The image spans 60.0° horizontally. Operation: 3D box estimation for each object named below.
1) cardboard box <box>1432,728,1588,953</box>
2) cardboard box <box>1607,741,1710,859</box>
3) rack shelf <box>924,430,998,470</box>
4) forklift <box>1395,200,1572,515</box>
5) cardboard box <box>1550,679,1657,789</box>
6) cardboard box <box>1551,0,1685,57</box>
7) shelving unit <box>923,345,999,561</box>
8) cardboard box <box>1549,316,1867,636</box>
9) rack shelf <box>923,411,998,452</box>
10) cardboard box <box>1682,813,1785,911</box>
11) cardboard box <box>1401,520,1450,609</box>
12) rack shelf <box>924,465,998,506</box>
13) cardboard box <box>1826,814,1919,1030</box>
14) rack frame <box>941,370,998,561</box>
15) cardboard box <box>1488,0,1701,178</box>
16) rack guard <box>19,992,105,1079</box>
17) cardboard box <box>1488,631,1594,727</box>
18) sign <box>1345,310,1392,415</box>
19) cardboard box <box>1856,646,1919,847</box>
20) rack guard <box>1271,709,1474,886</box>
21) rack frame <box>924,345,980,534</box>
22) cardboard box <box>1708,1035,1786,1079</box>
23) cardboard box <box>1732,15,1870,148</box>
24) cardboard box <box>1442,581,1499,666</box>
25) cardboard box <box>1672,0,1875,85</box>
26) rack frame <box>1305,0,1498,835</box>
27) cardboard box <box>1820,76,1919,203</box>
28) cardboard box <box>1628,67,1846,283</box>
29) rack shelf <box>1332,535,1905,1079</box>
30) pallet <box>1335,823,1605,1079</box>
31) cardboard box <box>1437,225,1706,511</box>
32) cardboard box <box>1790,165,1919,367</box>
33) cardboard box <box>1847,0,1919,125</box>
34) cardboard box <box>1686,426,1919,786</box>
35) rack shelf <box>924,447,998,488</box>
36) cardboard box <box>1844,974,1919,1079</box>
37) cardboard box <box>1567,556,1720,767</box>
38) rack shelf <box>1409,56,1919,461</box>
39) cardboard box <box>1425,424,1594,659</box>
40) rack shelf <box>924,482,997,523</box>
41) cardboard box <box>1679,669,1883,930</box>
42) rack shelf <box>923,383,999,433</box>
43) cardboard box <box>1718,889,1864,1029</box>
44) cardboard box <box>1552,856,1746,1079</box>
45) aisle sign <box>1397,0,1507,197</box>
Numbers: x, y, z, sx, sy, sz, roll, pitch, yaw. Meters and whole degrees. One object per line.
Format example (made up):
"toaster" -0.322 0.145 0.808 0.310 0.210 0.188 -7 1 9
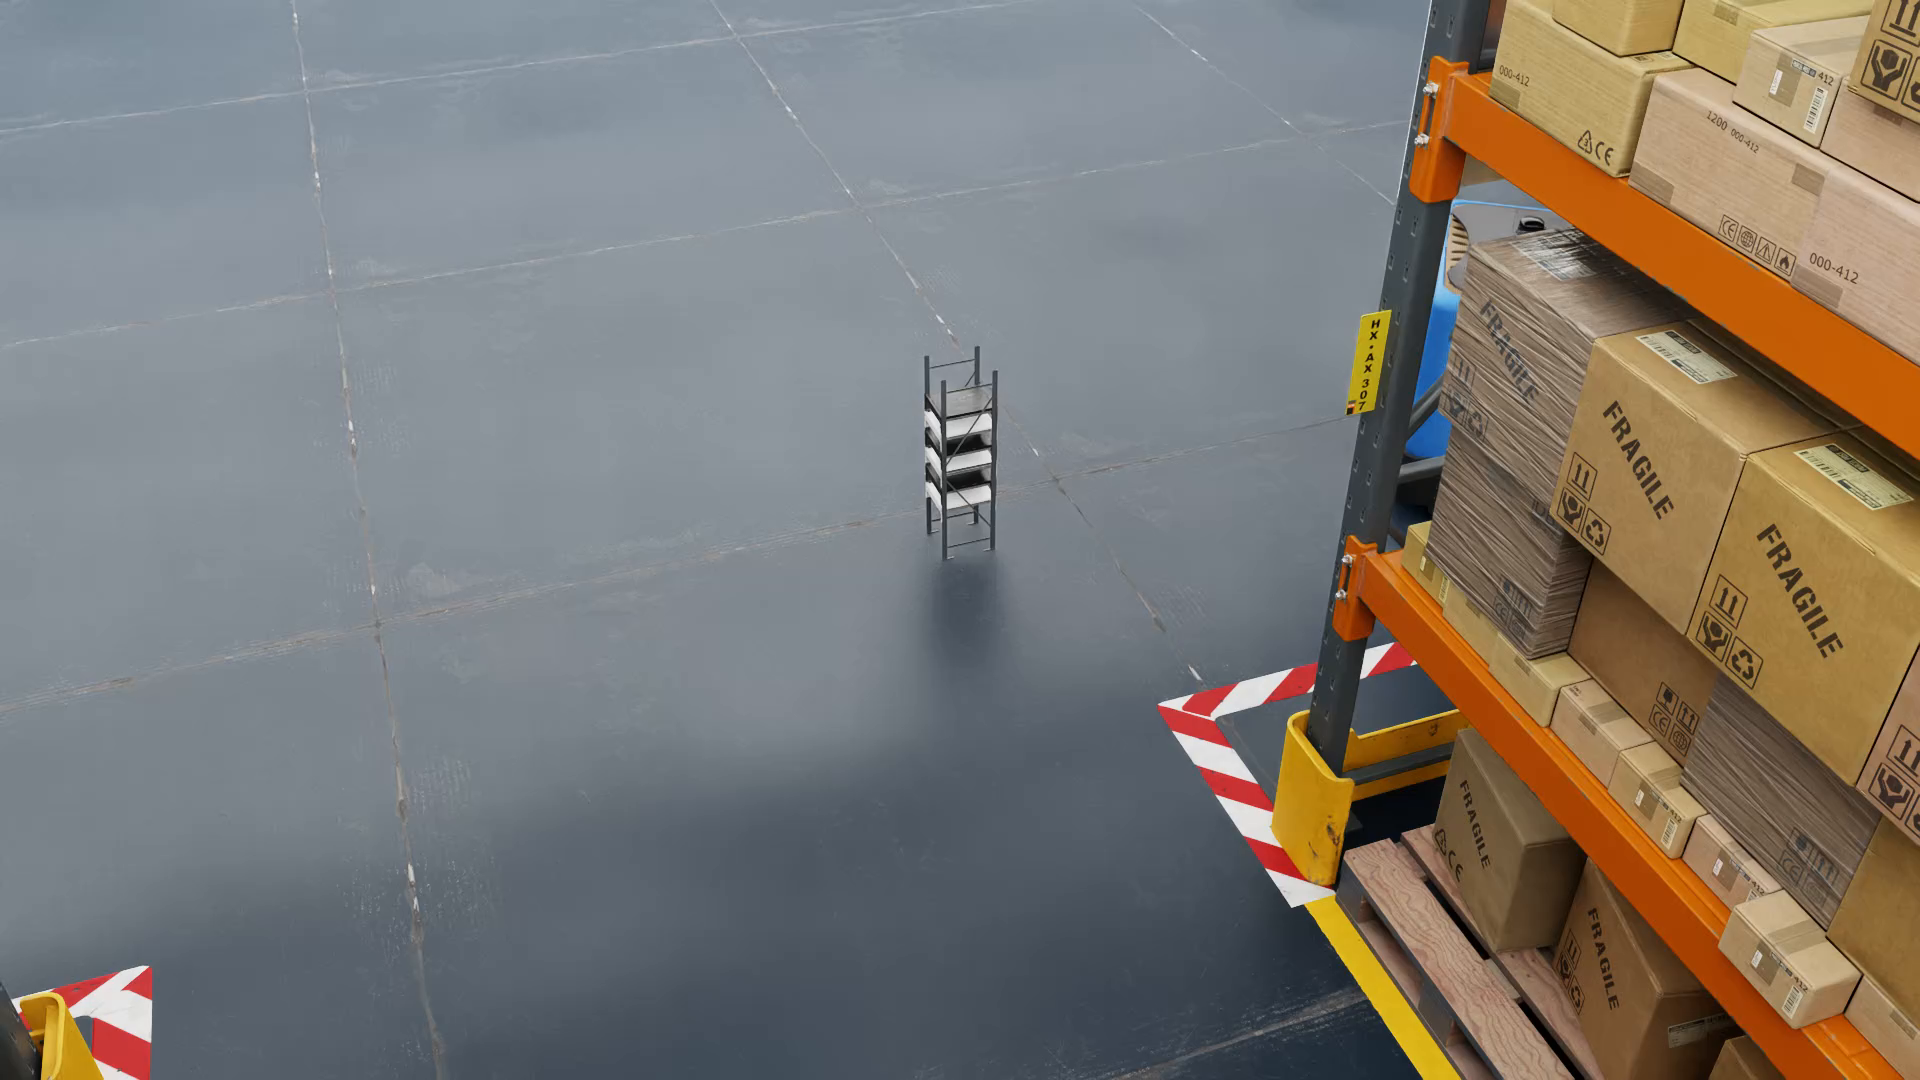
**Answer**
"cardboard box" 1.865 0.921 5.262 0.500 0.500 0.500 -6 37 -7
"cardboard box" 1.865 0.614 4.150 0.380 0.149 0.250 -12 39 -16
"rack shelf" 0.003 -0.400 6.939 0.258 0.077 0.200 -12 39 -16
"forklift" 3.486 -1.360 6.620 3.031 2.935 1.130 9 38 12
"cardboard box" 1.785 0.471 4.340 0.380 0.149 0.250 -12 39 -16
"cardboard box" 1.542 -1.193 3.641 0.380 0.149 0.250 -12 39 -15
"shelving unit" 0.003 -0.355 6.973 0.258 0.900 0.210 -12 39 -16
"cardboard box" 1.765 -0.173 3.825 0.500 0.500 0.500 -12 39 -16
"rack shelf" 0.003 -0.472 6.885 0.258 0.077 0.200 -12 39 -16
"cardboard box" 1.976 0.750 3.970 0.380 0.149 0.250 -12 39 -16
"cardboard box" 1.540 0.045 4.906 0.380 0.149 0.250 -12 39 -16
"rack shelf" 0.003 -0.256 7.047 0.258 0.077 0.200 -12 39 -16
"cardboard box" 2.406 0.726 3.463 0.875 0.500 0.500 -12 39 -16
"rack frame" 0.038 -0.297 6.897 0.240 0.900 0.006 -12 39 -16
"cardboard box" 1.589 -1.078 3.820 0.500 0.250 0.500 -11 38 -15
"rack guard" -3.034 1.689 4.592 1.175 0.500 0.348 -12 39 -16
"cardboard box" 1.680 0.335 4.522 0.380 0.149 0.250 -12 39 -16
"sign" 1.156 -0.499 4.700 0.100 0.325 0.005 -12 39 -16
"cardboard box" 2.116 0.391 3.077 0.500 0.500 0.500 -12 39 -16
"rack guard" 1.692 0.776 5.805 1.175 0.500 0.348 -12 39 -16
"rack frame" -0.032 -0.412 7.049 0.240 0.900 0.006 -12 39 -16
"cardboard box" 2.300 1.609 4.349 0.500 0.500 0.500 -9 38 -12
"cardboard box" 1.771 -0.907 3.262 0.380 0.149 0.250 -11 38 -14
"cardboard box" 1.608 0.190 4.713 0.380 0.149 0.250 -12 39 -16
"cardboard box" 1.744 -1.076 3.486 0.380 0.149 0.250 -13 39 -17
"rack frame" 1.666 -0.266 5.110 1.000 3.000 0.127 -12 39 -16
"cardboard box" 1.851 -0.769 3.078 0.380 0.149 0.250 -13 39 -16
"cardboard box" 1.772 -0.788 3.435 0.500 0.250 0.500 -13 39 -17
"rack shelf" 2.354 1.151 3.826 1.077 0.370 4.000 -12 39 -16
"pallet" 1.938 1.357 5.273 1.003 0.211 1.213 -12 39 -16
"cardboard box" 1.599 -0.457 4.202 0.500 0.500 0.500 -12 39 -16
"cardboard box" 1.939 -0.507 3.062 0.500 0.250 0.500 -13 39 -16
"cardboard box" 1.923 -0.928 2.749 0.500 0.500 0.500 -13 39 -16
"cardboard box" 1.938 0.109 3.450 0.500 0.500 0.500 -12 39 -16
"rack shelf" 0.003 -0.328 6.993 0.258 0.077 0.200 -12 39 -16
"cardboard box" 2.176 1.026 3.603 0.380 0.149 0.250 -12 39 -16
"cardboard box" 2.114 0.150 4.228 0.875 0.500 0.500 -12 39 -16
"rack shelf" 2.354 -0.047 2.924 1.077 0.370 4.000 -12 39 -16
"cardboard box" 1.829 -0.108 4.570 0.875 0.500 0.500 -12 39 -16
"rack shelf" 0.003 -0.184 7.102 0.258 0.077 0.200 -12 39 -16
"cardboard box" 2.245 0.441 3.841 0.875 0.500 0.500 -12 39 -16
"rack shelf" 0.003 -0.544 6.831 0.258 0.077 0.200 -12 39 -16
"cardboard box" 1.965 0.912 3.754 0.380 0.149 0.250 -12 39 -16
"cardboard box" 2.103 1.252 4.823 0.500 0.500 0.500 -3 37 -4
"aisle sign" 1.363 -1.277 4.291 0.394 0.787 0.004 -12 39 -16
